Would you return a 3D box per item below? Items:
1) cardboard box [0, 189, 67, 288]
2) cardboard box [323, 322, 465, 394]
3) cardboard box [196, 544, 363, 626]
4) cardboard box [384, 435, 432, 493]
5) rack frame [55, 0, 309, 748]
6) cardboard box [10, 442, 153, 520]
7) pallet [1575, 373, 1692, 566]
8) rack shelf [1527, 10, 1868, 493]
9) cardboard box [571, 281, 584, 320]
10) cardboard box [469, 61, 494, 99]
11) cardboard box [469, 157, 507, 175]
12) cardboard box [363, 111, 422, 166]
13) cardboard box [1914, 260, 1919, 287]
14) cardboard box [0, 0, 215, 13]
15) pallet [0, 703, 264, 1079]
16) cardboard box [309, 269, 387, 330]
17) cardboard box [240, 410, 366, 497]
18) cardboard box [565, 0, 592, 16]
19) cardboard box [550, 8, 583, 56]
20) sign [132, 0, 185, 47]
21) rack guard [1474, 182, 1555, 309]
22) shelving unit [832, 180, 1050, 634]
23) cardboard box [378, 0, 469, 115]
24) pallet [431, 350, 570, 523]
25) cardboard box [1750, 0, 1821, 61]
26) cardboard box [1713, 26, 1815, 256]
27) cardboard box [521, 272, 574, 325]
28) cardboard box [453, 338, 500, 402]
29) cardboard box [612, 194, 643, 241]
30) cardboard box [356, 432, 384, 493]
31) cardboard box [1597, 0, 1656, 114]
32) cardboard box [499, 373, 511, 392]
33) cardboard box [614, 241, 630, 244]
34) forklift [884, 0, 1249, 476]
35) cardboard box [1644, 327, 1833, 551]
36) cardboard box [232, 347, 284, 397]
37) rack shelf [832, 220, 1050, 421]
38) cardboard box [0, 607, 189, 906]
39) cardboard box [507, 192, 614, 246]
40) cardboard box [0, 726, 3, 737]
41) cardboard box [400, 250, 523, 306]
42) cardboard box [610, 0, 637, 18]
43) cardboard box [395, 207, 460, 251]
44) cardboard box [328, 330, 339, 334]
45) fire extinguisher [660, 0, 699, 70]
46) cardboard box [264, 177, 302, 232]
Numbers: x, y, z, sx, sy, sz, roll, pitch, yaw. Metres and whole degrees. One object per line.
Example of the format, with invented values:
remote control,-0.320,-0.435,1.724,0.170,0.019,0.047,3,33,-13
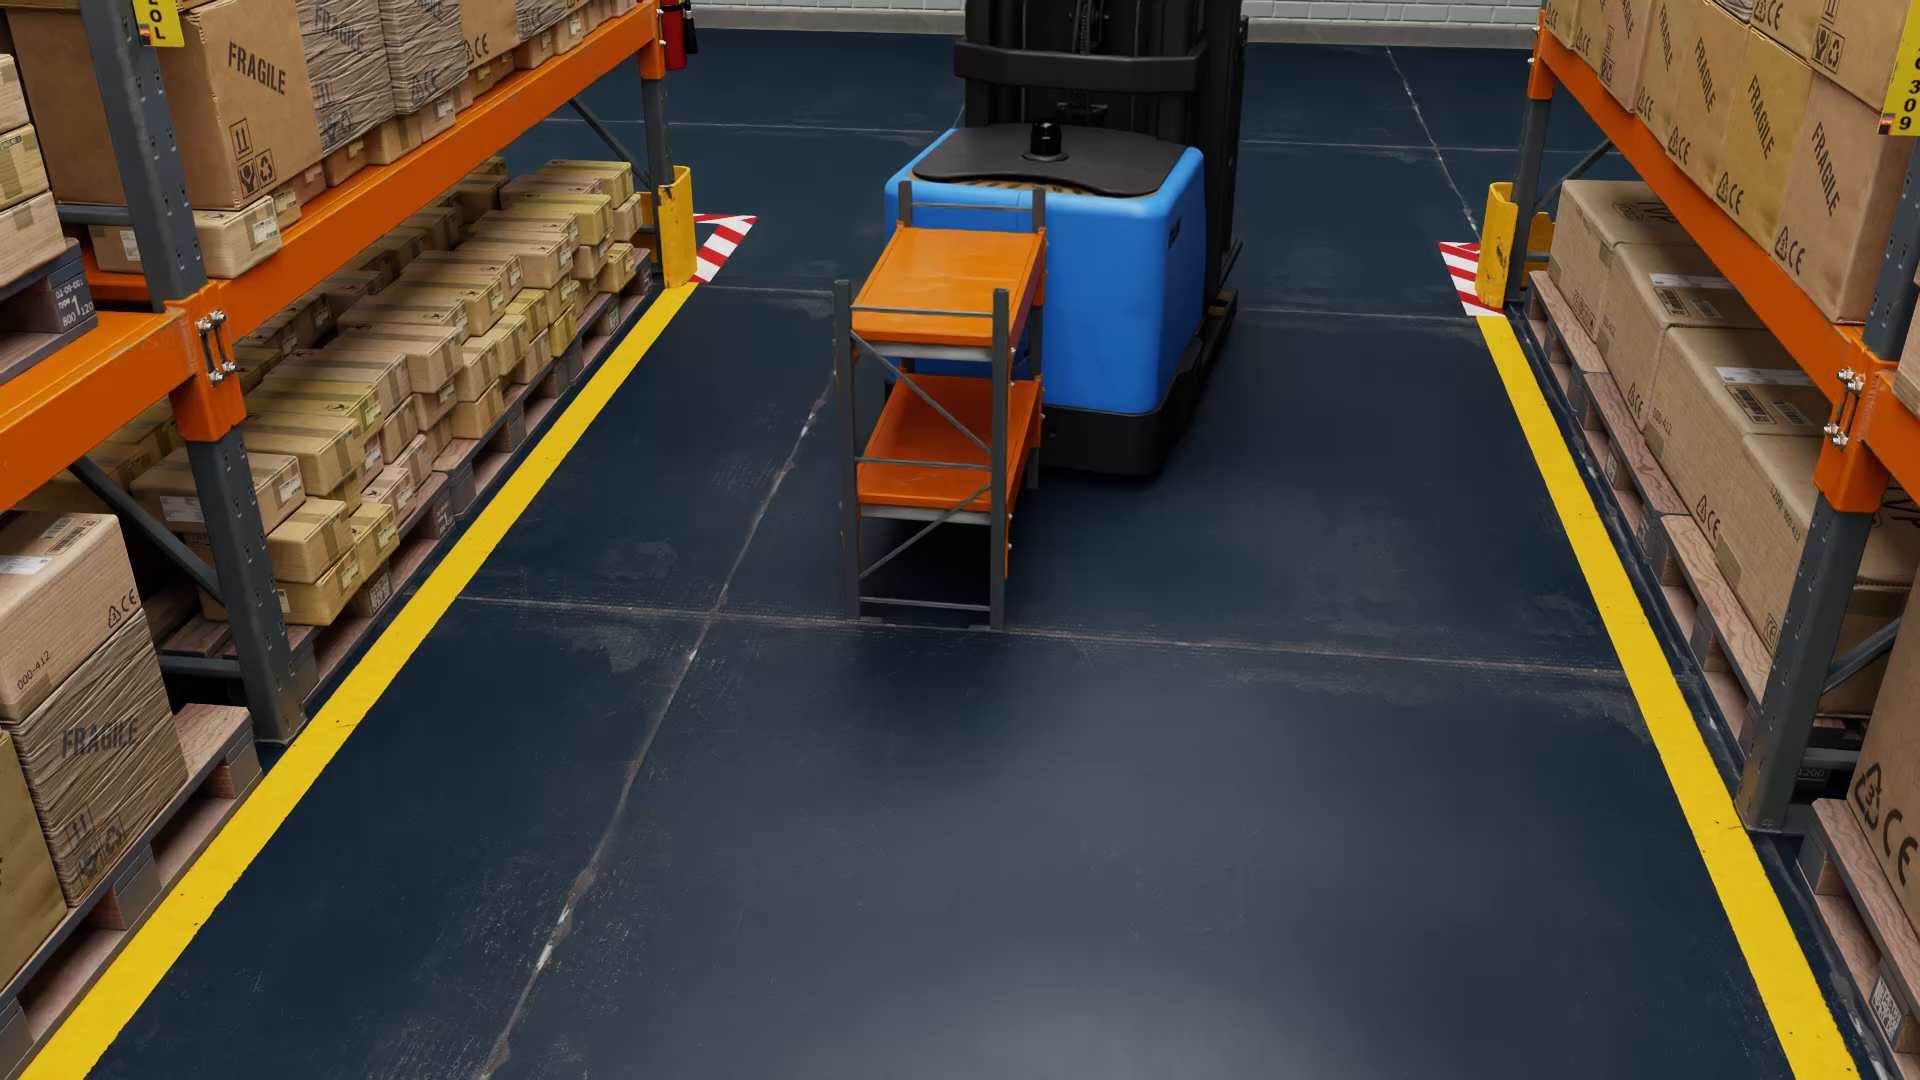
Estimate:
cardboard box,-2.227,-0.671,3.655,0.380,0.149,0.250,3,28,5
cardboard box,-1.931,-0.625,5.682,0.380,0.149,0.250,4,29,7
cardboard box,-2.012,0.122,4.924,0.380,0.149,0.250,2,28,4
cardboard box,-2.019,-0.246,5.606,0.380,0.149,0.250,3,28,5
rack frame,-2.375,-0.795,4.064,1.000,3.000,0.127,3,28,6
cardboard box,-2.590,-0.170,4.838,0.380,0.149,0.250,4,29,8
pallet,2.868,-0.257,6.004,1.003,0.211,1.213,3,28,6
rack shelf,2.795,-1.180,5.536,1.077,0.370,4.000,3,28,6
cardboard box,-1.809,-0.985,6.979,0.380,0.149,0.250,4,29,7
cardboard box,-1.906,-1.671,5.953,0.380,0.149,0.250,4,29,7
cardboard box,-2.287,-1.643,7.573,0.380,0.149,0.250,2,28,4
cardboard box,-1.942,-1.296,5.258,0.380,0.149,0.250,4,29,7
cardboard box,2.216,-0.519,3.181,0.500,0.250,0.500,3,28,5
cardboard box,-2.078,-1.609,4.100,0.500,0.500,0.500,4,29,7
pallet,-2.469,0.799,4.045,1.003,0.211,1.213,3,28,6
cardboard box,-2.364,-0.899,6.191,0.380,0.149,0.250,3,29,6
cardboard box,-2.035,-0.263,5.012,0.380,0.149,0.250,5,29,9
cardboard box,-1.753,-2.385,6.595,0.500,0.500,0.500,3,28,5
cardboard box,-1.736,-2.043,6.644,0.380,0.149,0.250,4,29,8
sign,-1.824,-1.275,3.732,0.100,0.325,0.005,3,28,6
rack guard,3.043,-1.349,7.727,1.175,0.500,0.348,3,28,6
shelving unit,-0.035,-0.464,5.426,0.538,1.125,1.048,4,29,7
cardboard box,-1.913,-1.657,5.244,0.500,0.500,0.500,3,28,5
pallet,-2.181,-0.462,6.385,1.003,0.211,1.213,3,28,6
cardboard box,2.404,-1.516,4.242,0.500,0.500,0.500,3,28,5
cardboard box,2.411,-1.075,4.477,0.500,0.500,0.500,3,28,5
cardboard box,-1.779,-0.985,6.665,0.380,0.149,0.250,4,29,7
cardboard box,-1.890,-0.619,5.987,0.380,0.149,0.250,3,28,6
cardboard box,-1.667,-1.474,7.573,0.380,0.149,0.250,3,28,5
cardboard box,-2.077,-0.249,5.300,0.380,0.149,0.250,3,28,6
cardboard box,2.582,-1.795,5.813,0.500,0.500,0.500,3,28,6
cardboard box,-1.937,-0.619,6.300,0.380,0.149,0.250,4,29,8
cardboard box,-1.743,-1.348,7.653,0.380,0.149,0.250,4,29,7
forklift,0.628,-2.206,6.754,1.130,2.935,3.031,8,29,15
cardboard box,2.842,-0.323,5.446,0.875,0.438,0.875,3,28,5
cardboard box,-2.465,-0.528,5.502,0.380,0.149,0.250,4,29,8
rack shelf,-0.035,-0.722,5.287,0.538,0.278,1.000,4,29,7
cardboard box,-2.216,0.483,3.883,0.500,0.500,0.500,3,28,5
cardboard box,-1.692,-1.362,7.051,0.380,0.149,0.250,3,28,5
cardboard box,-2.292,0.396,3.254,0.500,0.250,0.500,5,29,9
cardboard box,-1.907,-0.996,6.373,0.380,0.149,0.250,2,28,4
cardboard box,-1.645,-2.398,7.303,0.380,0.149,0.250,3,28,6
cardboard box,-2.307,-1.274,6.887,0.380,0.149,0.250,2,28,4
cardboard box,-2.348,-0.760,6.247,0.380,0.149,0.250,5,29,9
fire extinguisher,-1.396,-2.572,7.836,0.296,0.674,0.183,3,28,6
cardboard box,-2.058,-0.925,4.569,0.380,0.149,0.250,4,29,8
